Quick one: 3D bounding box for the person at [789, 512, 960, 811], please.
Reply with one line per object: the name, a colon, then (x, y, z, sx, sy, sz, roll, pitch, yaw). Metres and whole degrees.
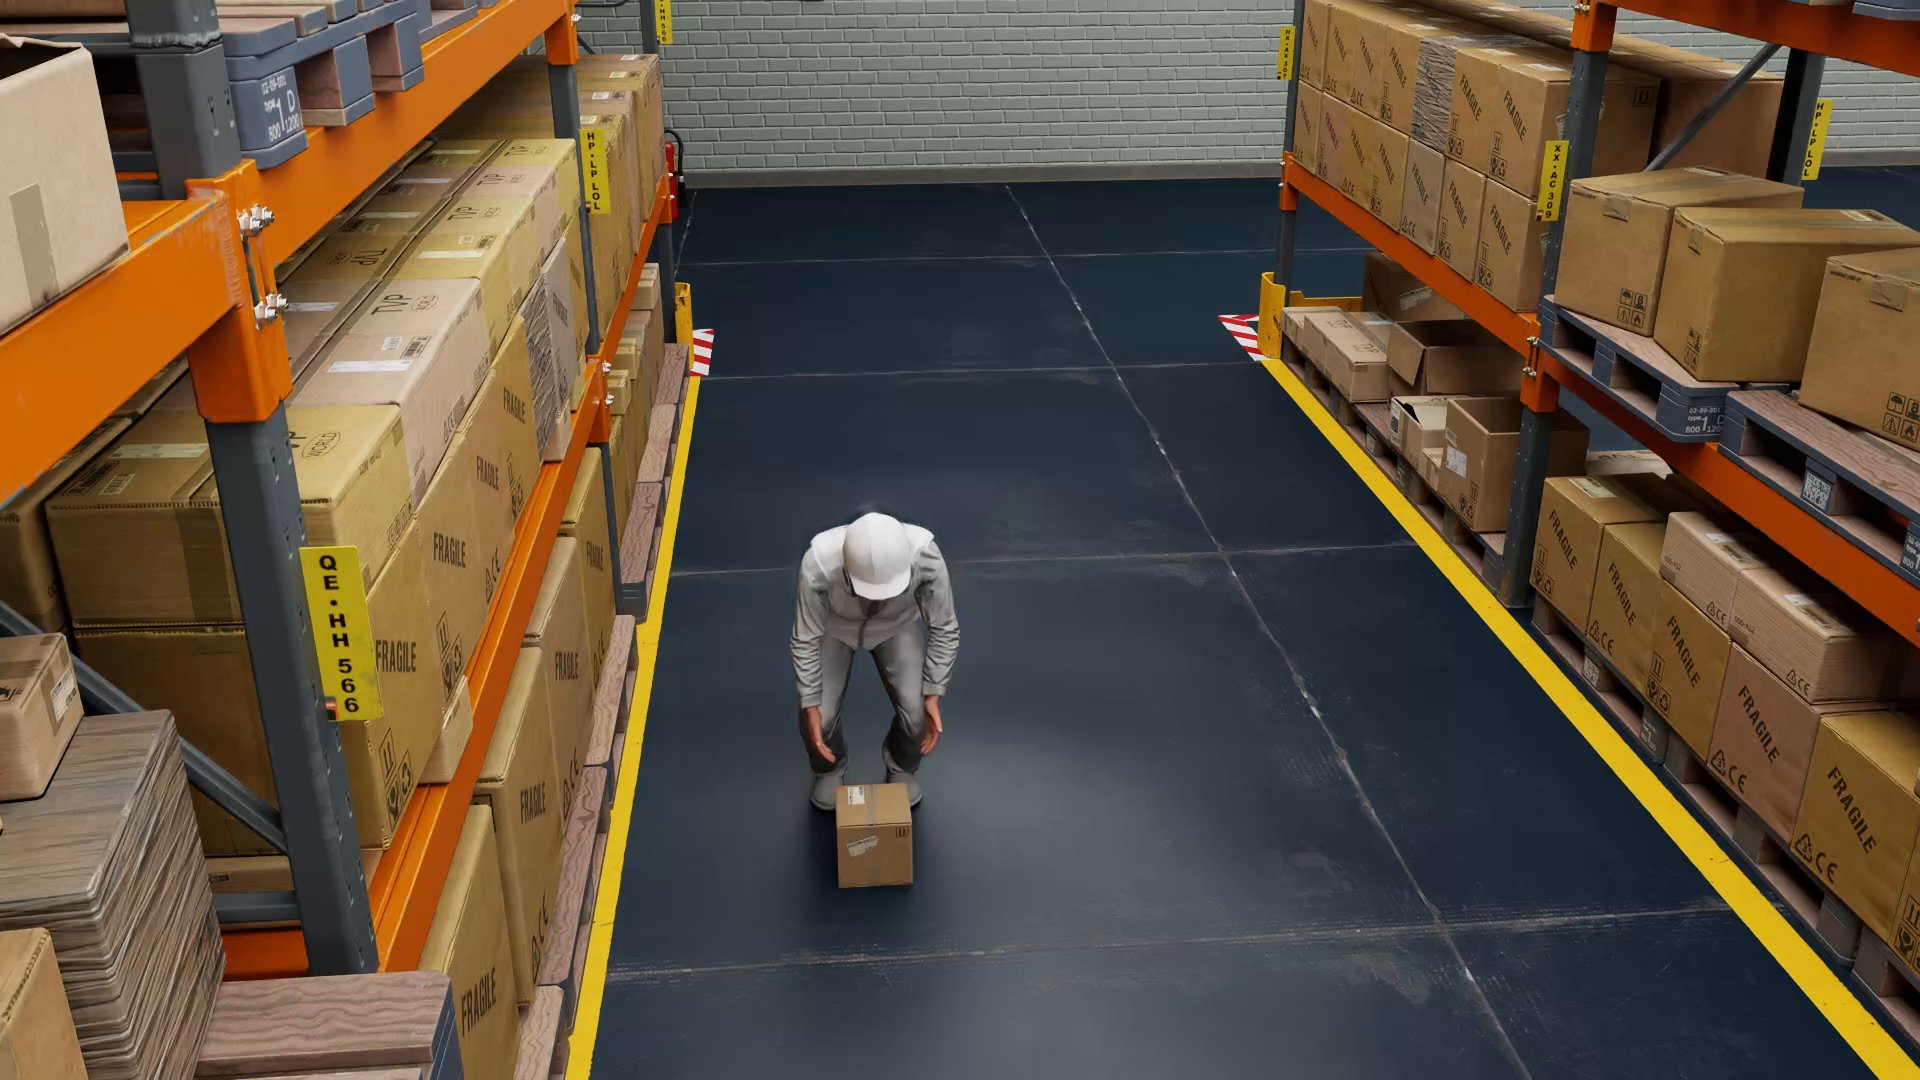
person: (-0.299, 0.382, 5.824, 0.582, 1.269, 0.834, -2, 24, -4)
